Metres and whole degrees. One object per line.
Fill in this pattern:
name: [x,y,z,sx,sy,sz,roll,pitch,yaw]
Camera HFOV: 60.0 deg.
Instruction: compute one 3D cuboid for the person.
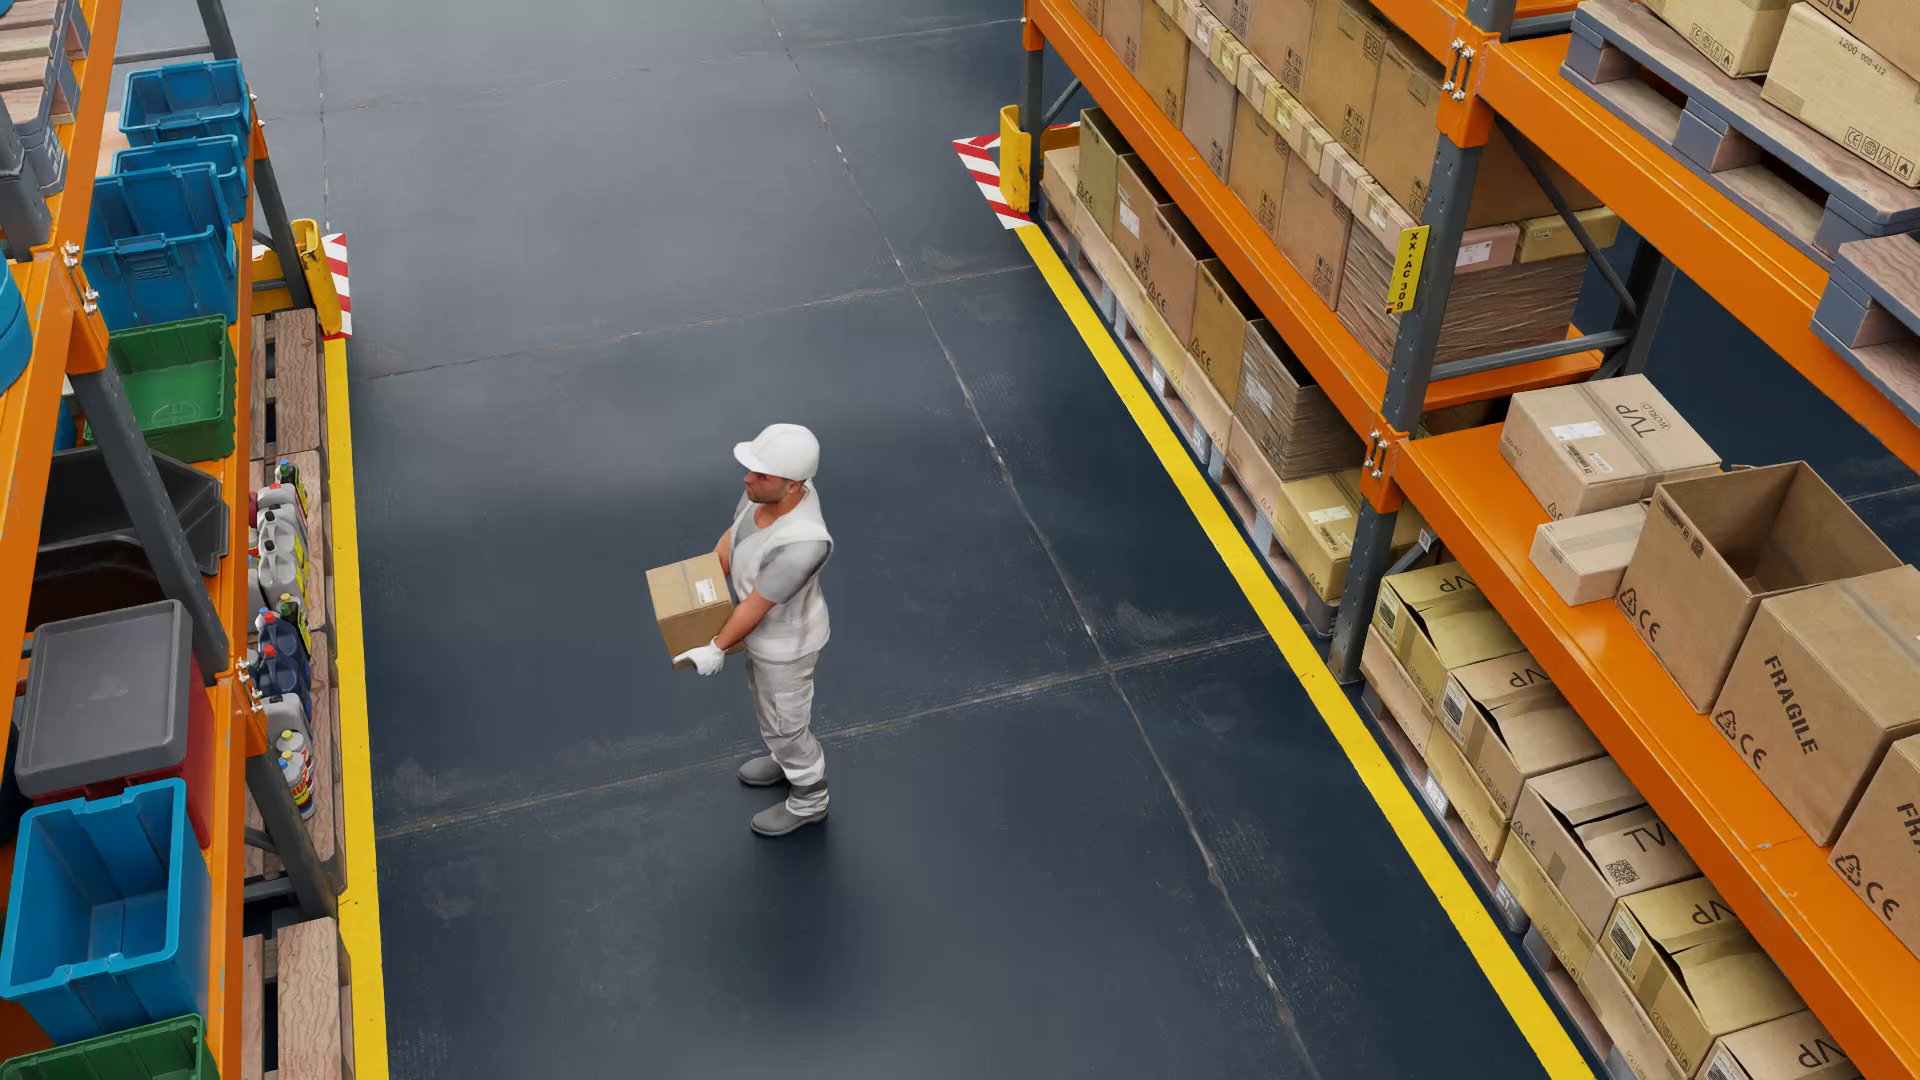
person: [-0.669,0.330,5.779,0.458,1.782,0.493,-11,43,-12]
